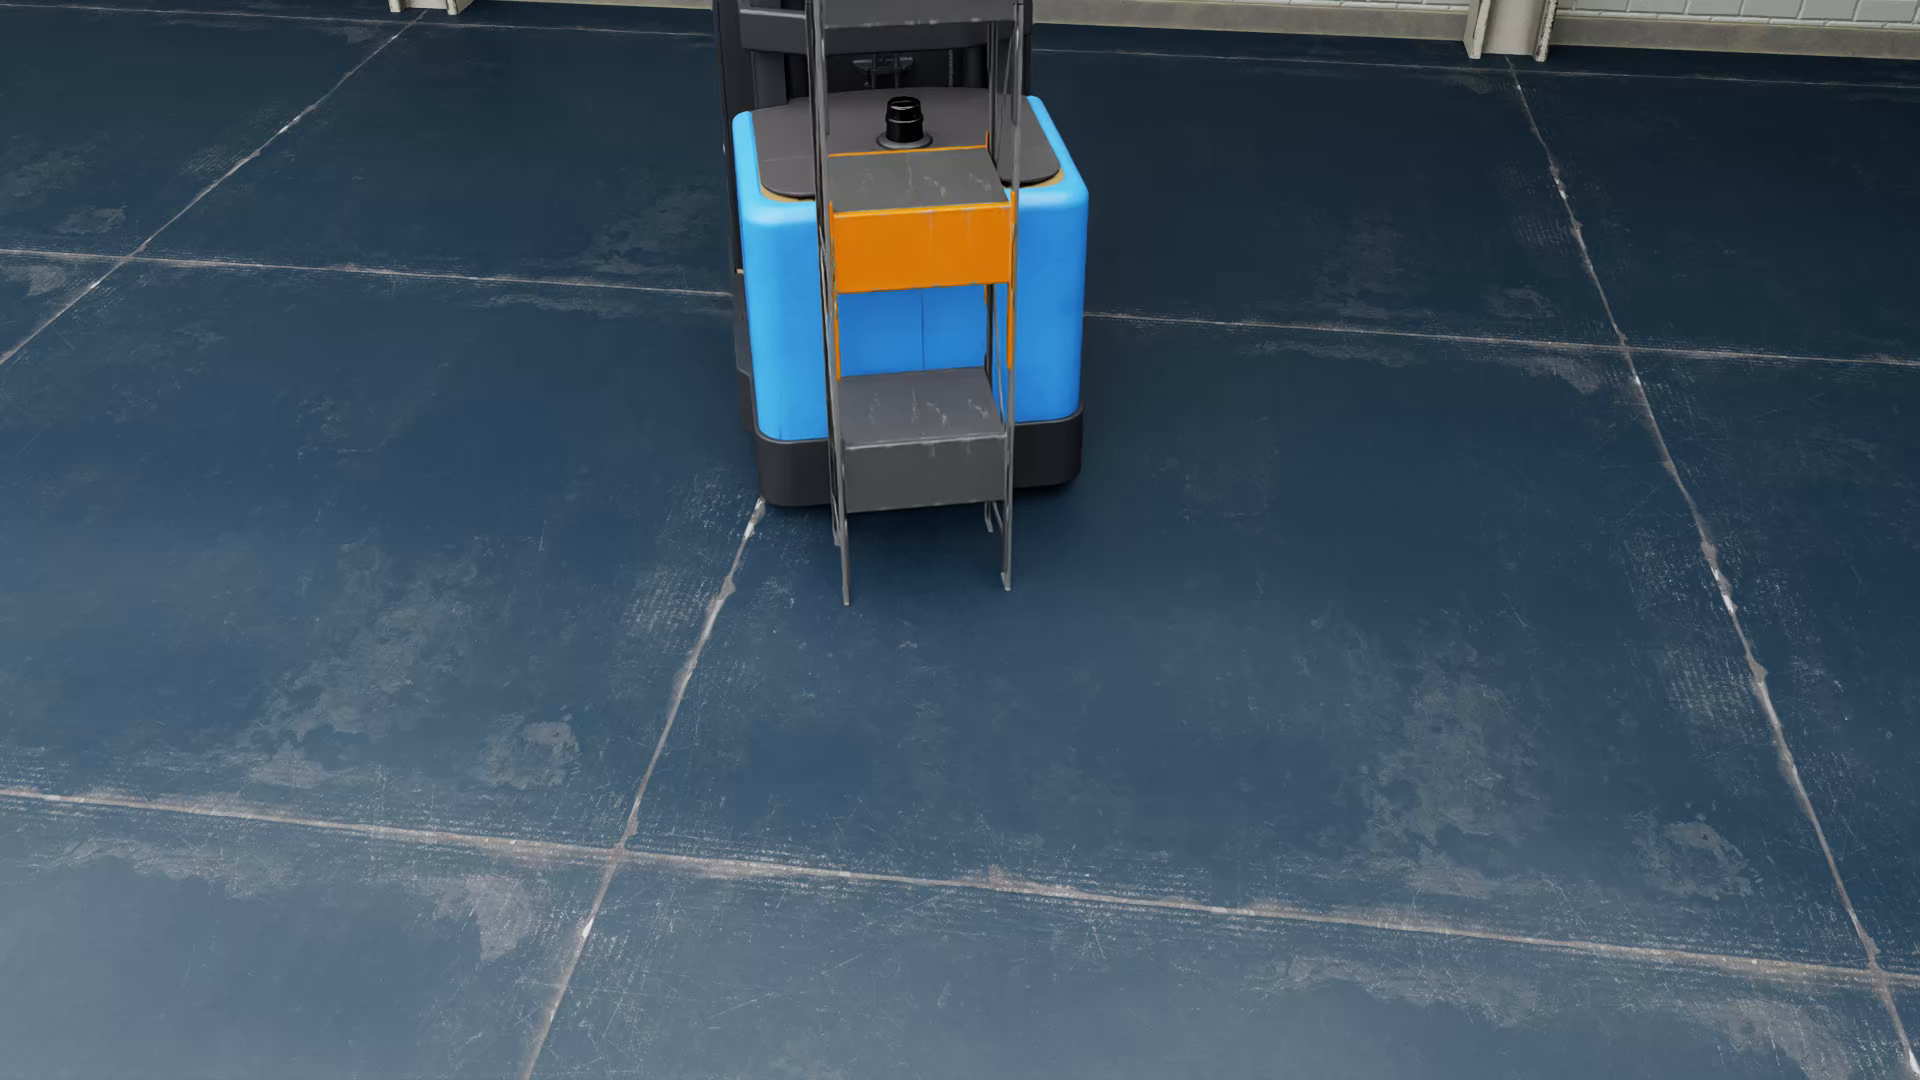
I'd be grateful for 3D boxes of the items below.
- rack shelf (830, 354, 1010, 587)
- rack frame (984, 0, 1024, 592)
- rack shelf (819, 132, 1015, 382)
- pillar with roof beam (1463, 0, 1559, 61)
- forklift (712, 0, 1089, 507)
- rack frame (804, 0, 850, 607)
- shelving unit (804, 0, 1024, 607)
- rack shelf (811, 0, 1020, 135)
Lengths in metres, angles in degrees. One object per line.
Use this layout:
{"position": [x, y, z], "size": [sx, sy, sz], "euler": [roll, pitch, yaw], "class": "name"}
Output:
{"position": [-0.126, -0.210, 4.965], "size": [0.480, 0.518, 0.431], "euler": [-5, 36, -7], "class": "rack shelf"}
{"position": [0.116, -0.812, 4.580], "size": [0.015, 2.100, 0.400], "euler": [-5, 36, -7], "class": "rack frame"}
{"position": [-0.125, -0.780, 4.558], "size": [0.480, 0.518, 0.431], "euler": [-5, 36, -7], "class": "rack shelf"}
{"position": [2.377, -3.819, 2.854], "size": [0.400, 9.000, 9.100], "euler": [4, 36, 6], "class": "pillar with roof beam"}
{"position": [-0.334, -2.145, 5.733], "size": [1.130, 2.935, 3.031], "euler": [-5, 36, -7], "class": "forklift"}
{"position": [-0.367, -0.770, 4.520], "size": [0.015, 2.100, 0.400], "euler": [-5, 36, -7], "class": "rack frame"}
{"position": [-0.125, -0.791, 4.550], "size": [0.503, 2.100, 0.431], "euler": [-5, 36, -7], "class": "shelving unit"}
{"position": [-0.125, -1.350, 4.152], "size": [0.480, 0.518, 0.431], "euler": [-5, 36, -7], "class": "rack shelf"}
